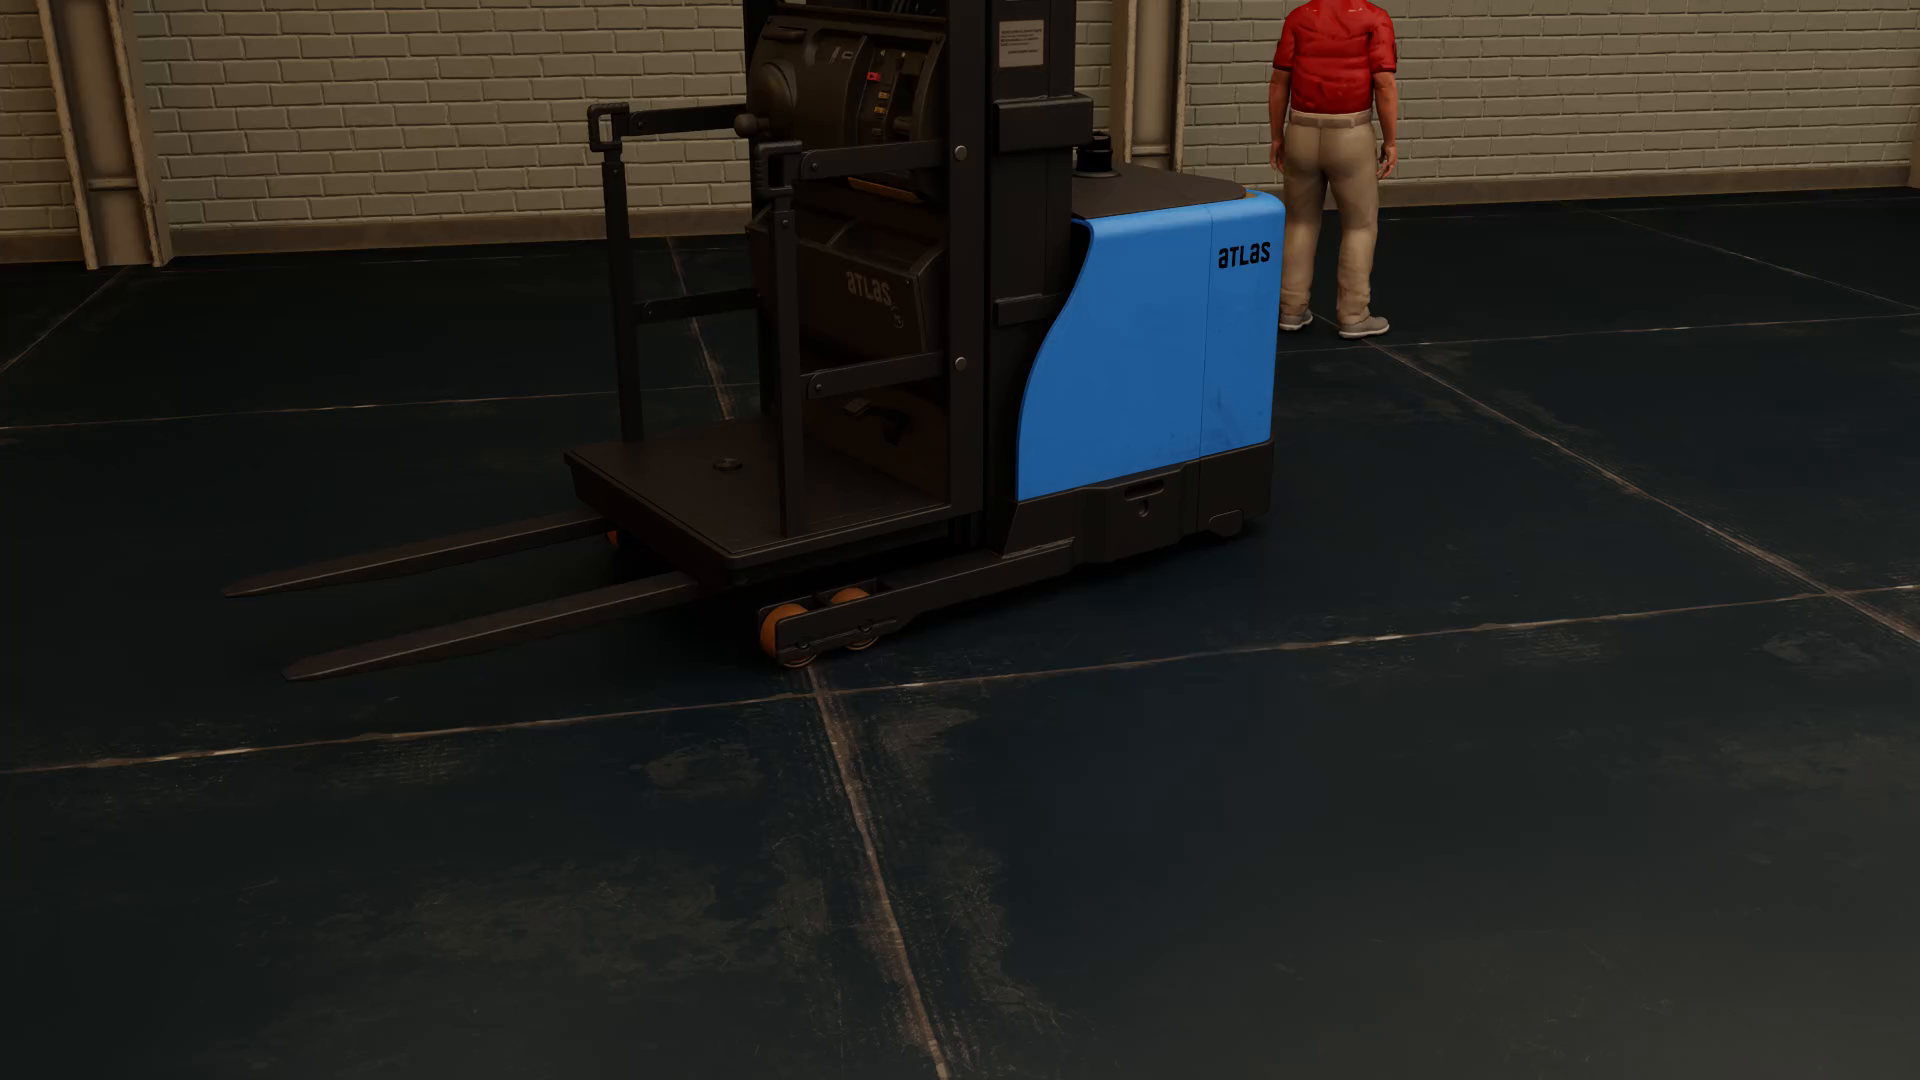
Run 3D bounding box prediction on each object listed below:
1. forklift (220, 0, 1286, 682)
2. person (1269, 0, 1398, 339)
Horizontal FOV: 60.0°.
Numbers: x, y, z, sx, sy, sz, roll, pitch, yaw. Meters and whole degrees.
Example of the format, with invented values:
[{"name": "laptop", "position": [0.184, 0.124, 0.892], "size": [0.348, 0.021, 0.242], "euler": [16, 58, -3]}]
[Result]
[{"name": "forklift", "position": [-0.499, -1.245, 4.450], "size": [3.031, 2.935, 1.130], "euler": [-14, 25, -32]}, {"name": "person", "position": [1.704, -1.805, 7.597], "size": [0.607, 1.727, 0.394], "euler": [12, 24, 28]}]
